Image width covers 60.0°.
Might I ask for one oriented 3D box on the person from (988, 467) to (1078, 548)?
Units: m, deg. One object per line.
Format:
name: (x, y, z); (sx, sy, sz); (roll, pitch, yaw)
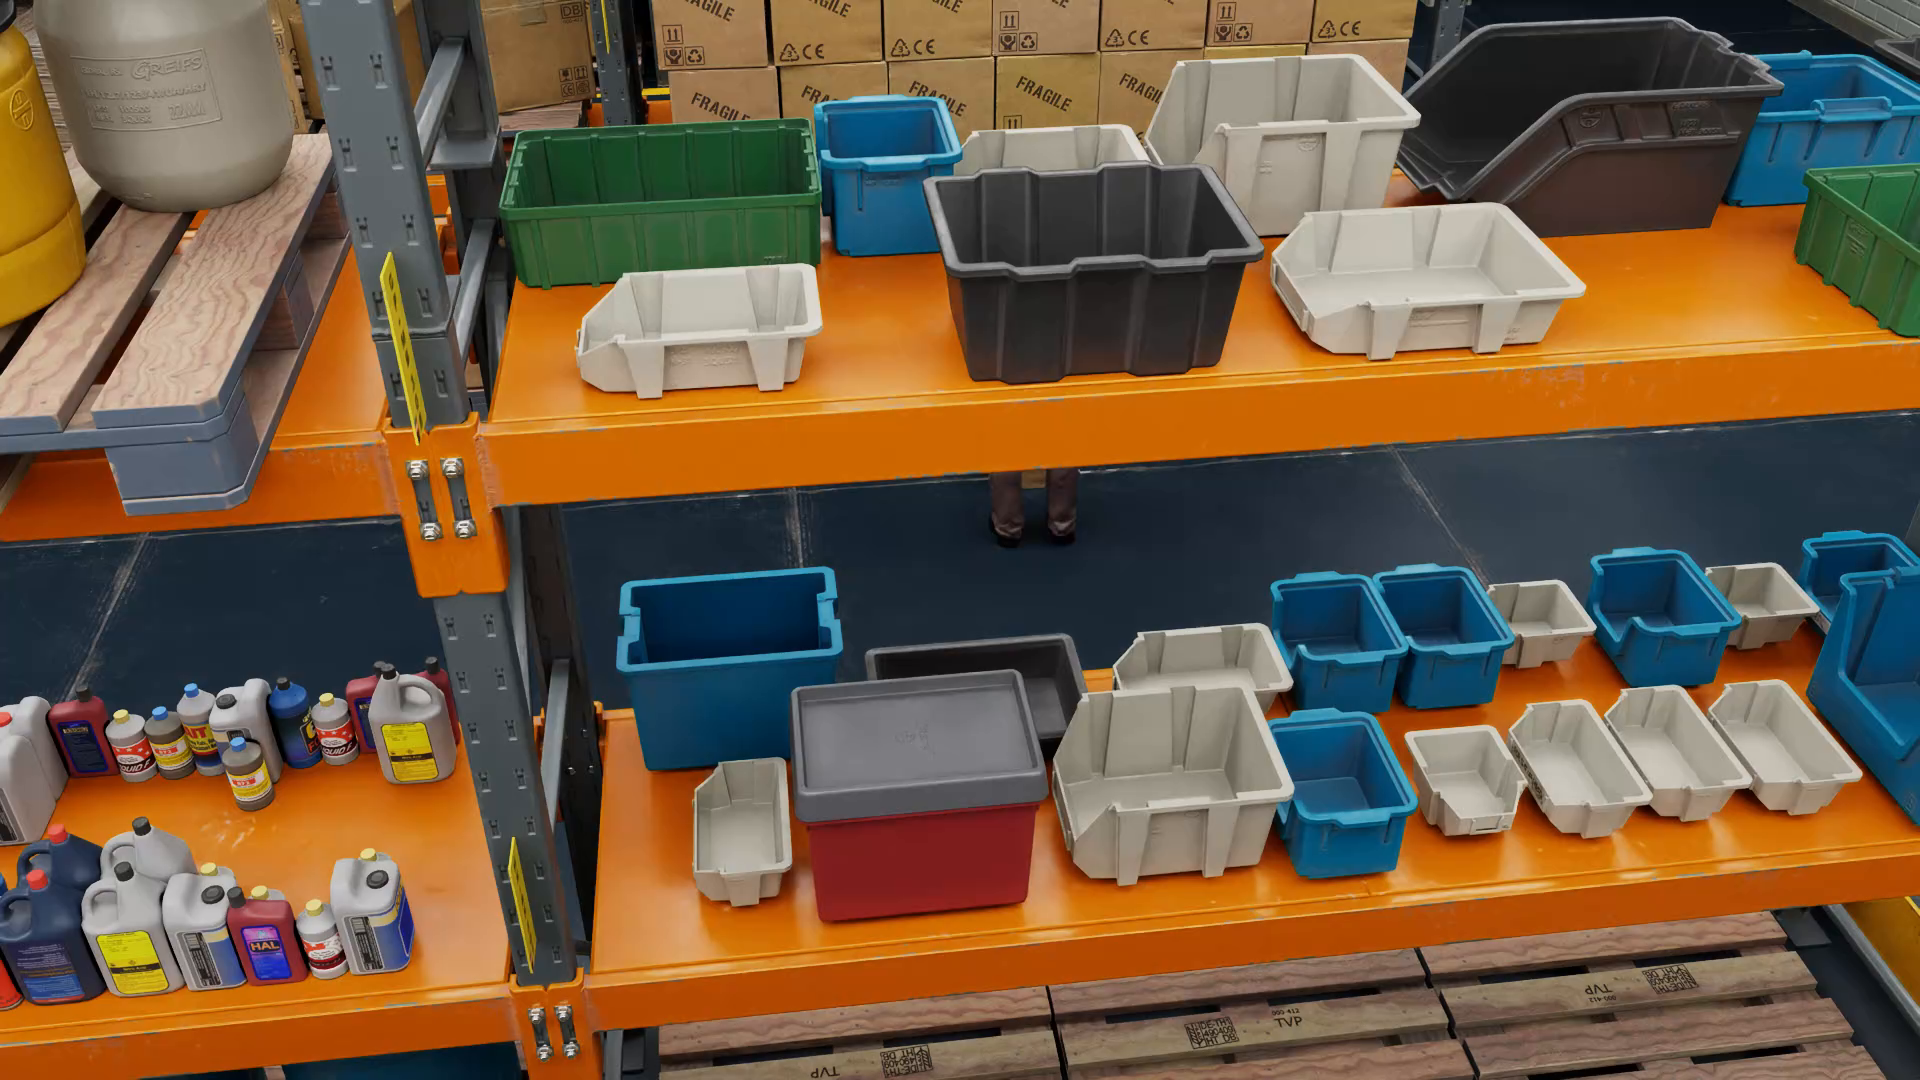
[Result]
person: (0.310, -0.725, 7.247); (0.546, 1.697, 0.378); (-4, 35, -5)
